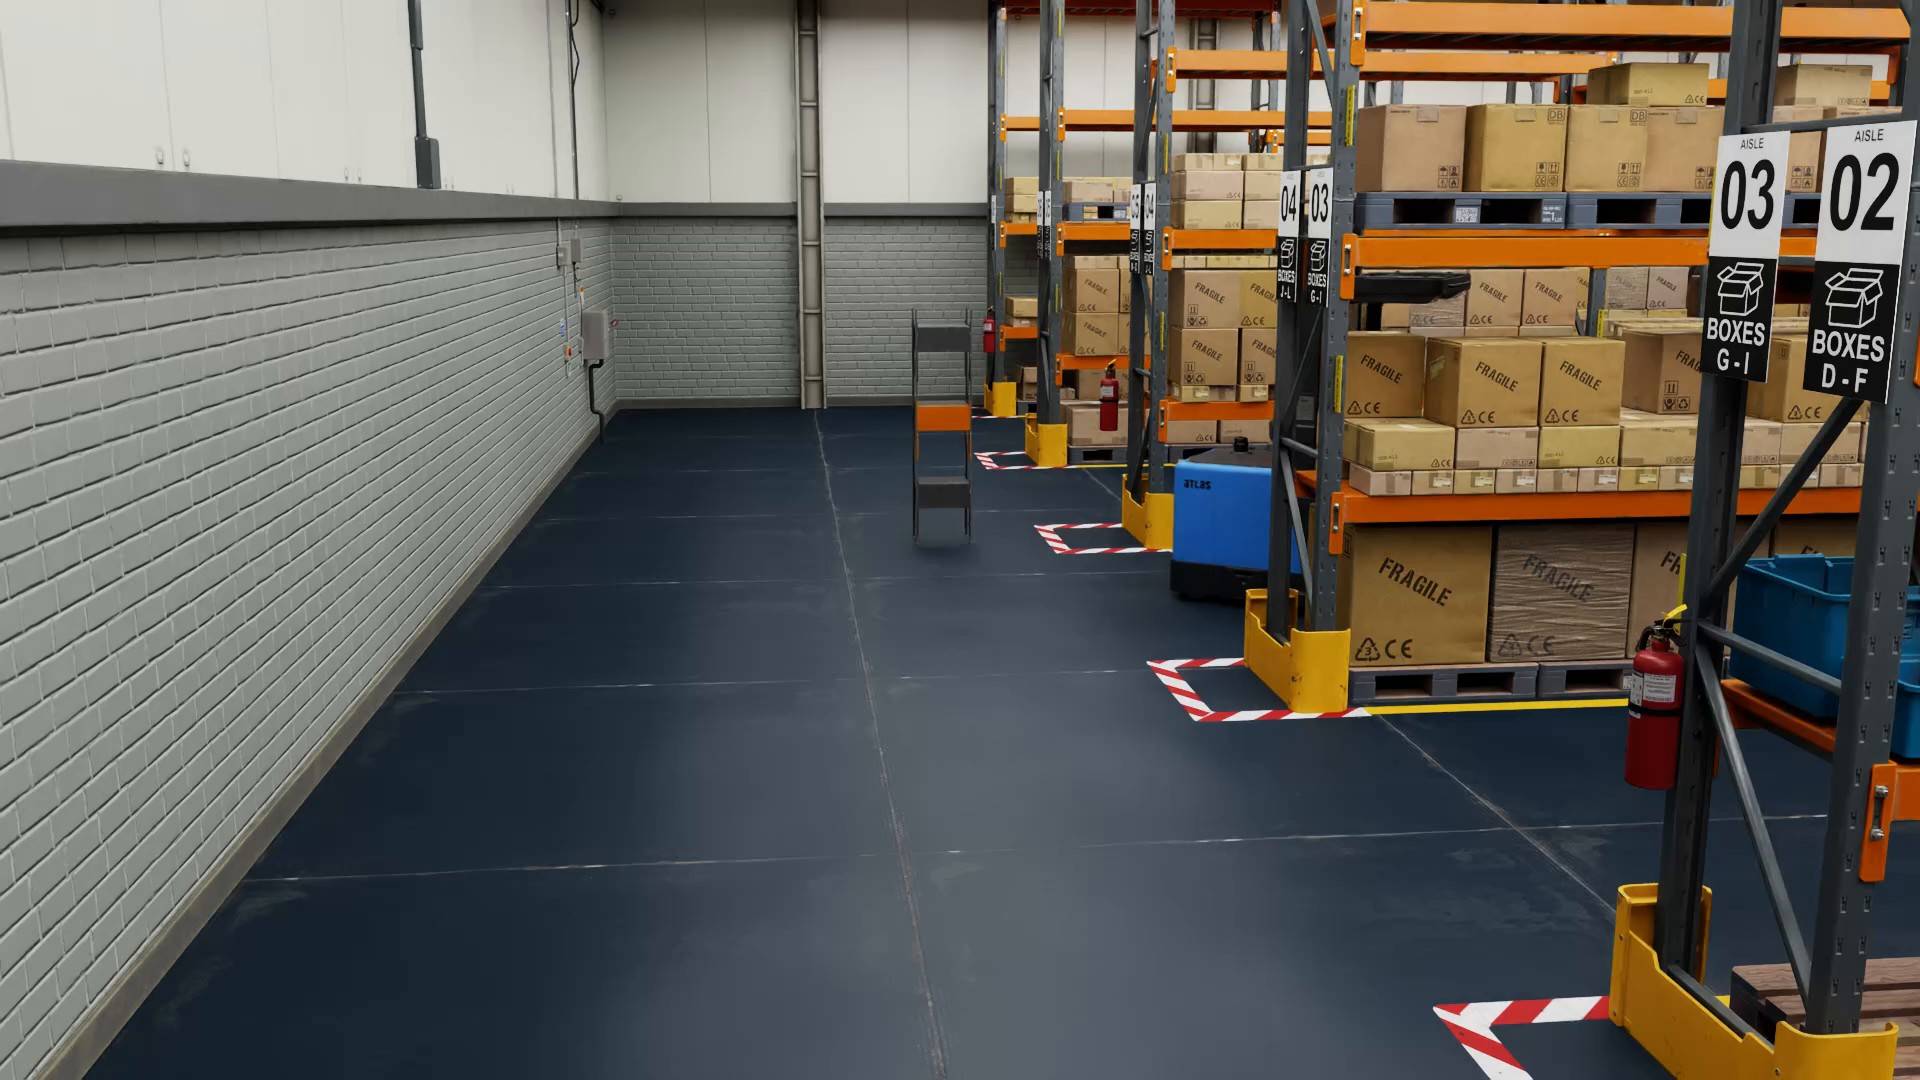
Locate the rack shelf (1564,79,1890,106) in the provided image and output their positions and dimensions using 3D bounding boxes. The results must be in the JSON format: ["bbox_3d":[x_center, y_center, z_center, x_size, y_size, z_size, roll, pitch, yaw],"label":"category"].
[{"bbox_3d":[7.663,-4.020,15.269,4.000,0.370,1.077,-1,11,-6],"label":"rack shelf"}]

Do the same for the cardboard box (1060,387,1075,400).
[{"bbox_3d":[1.568,-2.202,24.978,0.250,0.149,0.380,-2,11,-8],"label":"cardboard box"}]

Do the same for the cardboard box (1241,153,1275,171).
[{"bbox_3d":[2.578,-3.296,14.522,0.250,0.149,0.380,-1,11,-6],"label":"cardboard box"}]

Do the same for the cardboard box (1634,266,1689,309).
[{"bbox_3d":[8.531,-3.093,20.354,0.500,0.500,0.500,-2,11,-8],"label":"cardboard box"}]

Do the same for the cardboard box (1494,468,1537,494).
[{"bbox_3d":[3.291,-0.384,10.080,0.250,0.149,0.380,-1,11,-7],"label":"cardboard box"}]

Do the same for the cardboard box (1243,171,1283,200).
[{"bbox_3d":[2.682,-3.114,14.631,0.500,0.250,0.500,-1,11,-7],"label":"cardboard box"}]

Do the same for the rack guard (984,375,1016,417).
[{"bbox_3d":[0.599,-2.174,25.013,0.348,0.500,1.175,-1,11,-6],"label":"rack guard"}]

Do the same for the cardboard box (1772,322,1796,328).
[{"bbox_3d":[7.402,-1.905,15.186,0.250,0.149,0.380,-1,11,-4],"label":"cardboard box"}]

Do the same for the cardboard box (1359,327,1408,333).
[{"bbox_3d":[3.698,-1.687,15.025,0.500,0.500,0.500,-1,11,-8],"label":"cardboard box"}]

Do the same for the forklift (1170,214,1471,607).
[{"bbox_3d":[3.180,-0.931,12.388,3.031,2.935,1.130,6,12,27],"label":"forklift"}]

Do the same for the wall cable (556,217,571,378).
[{"bbox_3d":[-4.540,-2.839,19.201,0.123,1.953,0.585,-1,11,-6],"label":"wall cable"}]

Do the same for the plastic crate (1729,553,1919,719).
[{"bbox_3d":[2.981,0.313,5.632,0.499,0.435,0.616,-1,11,-6],"label":"plastic crate"}]

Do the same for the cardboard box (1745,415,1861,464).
[{"bbox_3d":[5.185,-0.632,10.305,0.500,0.250,0.500,-1,11,-4],"label":"cardboard box"}]

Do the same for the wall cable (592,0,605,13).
[{"bbox_3d":[-5.226,-9.200,24.299,0.133,3.039,2.988,-1,11,-6],"label":"wall cable"}]

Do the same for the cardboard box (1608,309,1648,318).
[{"bbox_3d":[8.053,-2.715,20.379,0.500,0.250,0.500,-1,11,-8],"label":"cardboard box"}]

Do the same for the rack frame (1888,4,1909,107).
[{"bbox_3d":[6.110,-3.574,10.100,0.127,3.000,1.000,-1,11,-6],"label":"rack frame"}]

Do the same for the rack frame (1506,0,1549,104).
[{"bbox_3d":[8.477,-6.509,25.033,0.127,3.000,1.000,-1,11,-6],"label":"rack frame"}]

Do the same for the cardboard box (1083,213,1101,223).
[{"bbox_3d":[1.899,-4.715,24.331,0.250,0.149,0.380,-1,11,-6],"label":"cardboard box"}]

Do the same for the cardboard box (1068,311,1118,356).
[{"bbox_3d":[1.572,-2.451,19.684,0.500,0.500,0.500,-1,11,-7],"label":"cardboard box"}]

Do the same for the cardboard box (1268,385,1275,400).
[{"bbox_3d":[2.821,-1.361,15.048,0.250,0.149,0.380,-1,11,-3],"label":"cardboard box"}]

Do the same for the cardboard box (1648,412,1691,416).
[{"bbox_3d":[4.605,-0.722,10.762,0.500,0.250,0.500,-1,11,-5],"label":"cardboard box"}]

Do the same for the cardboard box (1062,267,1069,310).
[{"bbox_3d":[1.517,-3.043,20.100,0.500,0.500,0.500,-1,11,-4],"label":"cardboard box"}]

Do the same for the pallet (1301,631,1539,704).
[{"bbox_3d":[2.920,0.790,10.685,1.213,0.211,1.003,-1,11,-6],"label":"pallet"}]

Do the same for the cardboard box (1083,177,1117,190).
[{"bbox_3d":[1.997,-5.170,24.316,0.500,0.250,0.500,-1,11,-7],"label":"cardboard box"}]

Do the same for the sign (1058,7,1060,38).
[{"bbox_3d":[1.117,-5.820,18.696,0.005,0.325,0.100,-1,11,-6],"label":"sign"}]

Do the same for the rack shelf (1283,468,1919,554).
[{"bbox_3d":[4.122,-0.235,10.537,4.000,0.370,1.077,-1,11,-6],"label":"rack shelf"}]

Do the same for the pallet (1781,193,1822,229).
[{"bbox_3d":[5.296,-2.043,10.322,1.213,0.211,1.003,-1,11,-6],"label":"pallet"}]

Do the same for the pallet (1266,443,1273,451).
[{"bbox_3d":[4.276,-1.161,20.611,1.213,0.211,1.003,-1,11,-6],"label":"pallet"}]

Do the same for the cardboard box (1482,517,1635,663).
[{"bbox_3d":[3.666,0.242,10.662,0.875,0.875,0.875,-1,11,-6],"label":"cardboard box"}]

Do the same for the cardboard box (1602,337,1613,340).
[{"bbox_3d":[6.049,-1.858,15.718,0.250,0.149,0.380,-1,11,-4],"label":"cardboard box"}]

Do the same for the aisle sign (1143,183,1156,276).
[{"bbox_3d":[1.658,-2.717,14.553,0.004,0.787,0.394,-1,11,-6],"label":"aisle sign"}]

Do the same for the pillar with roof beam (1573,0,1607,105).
[{"bbox_3d":[10.140,-5.884,21.851,0.548,9.000,9.100,-1,11,-6],"label":"pillar with roof beam"}]

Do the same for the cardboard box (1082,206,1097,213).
[{"bbox_3d":[2.007,-4.923,24.357,0.500,0.250,0.500,-2,11,-8],"label":"cardboard box"}]

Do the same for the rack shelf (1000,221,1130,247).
[{"bbox_3d":[2.512,-4.560,24.756,4.000,0.370,1.077,-1,11,-6],"label":"rack shelf"}]

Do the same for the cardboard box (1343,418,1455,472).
[{"bbox_3d":[2.640,-0.577,10.029,0.500,0.250,0.500,-2,11,-8],"label":"cardboard box"}]

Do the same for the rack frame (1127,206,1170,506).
[{"bbox_3d":[1.698,-1.500,15.104,0.127,3.000,1.000,-1,11,-6],"label":"rack frame"}]

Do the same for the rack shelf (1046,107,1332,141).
[{"bbox_3d":[3.052,-4.883,19.664,4.000,0.370,1.077,-1,11,-6],"label":"rack shelf"}]

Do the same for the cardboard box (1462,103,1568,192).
[{"bbox_3d":[3.217,-2.333,9.956,0.500,0.500,0.700,-2,11,-8],"label":"cardboard box"}]

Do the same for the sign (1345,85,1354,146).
[{"bbox_3d":[2.188,-2.380,9.332,0.005,0.325,0.100,-1,11,-6],"label":"sign"}]

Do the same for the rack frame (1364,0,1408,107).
[{"bbox_3d":[5.040,-5.474,19.768,0.127,3.000,1.000,-1,11,-6],"label":"rack frame"}]

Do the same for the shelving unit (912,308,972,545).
[{"bbox_3d":[-0.165,-1.027,15.030,0.503,2.100,0.431,-1,11,-6],"label":"shelving unit"}]

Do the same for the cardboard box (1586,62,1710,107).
[{"bbox_3d":[4.143,-2.731,10.038,0.500,0.250,0.500,-2,11,-8],"label":"cardboard box"}]

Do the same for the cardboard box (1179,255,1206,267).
[{"bbox_3d":[2.738,-3.284,19.644,0.250,0.149,0.380,-1,11,-6],"label":"cardboard box"}]

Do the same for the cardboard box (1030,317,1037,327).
[{"bbox_3d":[1.128,-3.244,24.627,0.250,0.149,0.380,-1,11,-5],"label":"cardboard box"}]

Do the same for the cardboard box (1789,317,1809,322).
[{"bbox_3d":[8.128,-2.047,15.908,0.250,0.149,0.380,-1,11,-3],"label":"cardboard box"}]

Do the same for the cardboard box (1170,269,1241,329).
[{"bbox_3d":[2.173,-2.144,14.758,0.500,0.500,0.500,-1,11,-6],"label":"cardboard box"}]

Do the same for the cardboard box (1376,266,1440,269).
[{"bbox_3d":[4.182,-2.288,15.490,0.500,0.500,0.500,-1,11,-5],"label":"cardboard box"}]

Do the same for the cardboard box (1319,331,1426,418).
[{"bbox_3d":[2.590,-1.048,10.477,0.500,0.500,0.500,-1,11,-5],"label":"cardboard box"}]

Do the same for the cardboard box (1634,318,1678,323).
[{"bbox_3d":[6.577,-2.015,15.742,0.250,0.149,0.380,-2,11,-8],"label":"cardboard box"}]

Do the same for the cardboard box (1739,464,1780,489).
[{"bbox_3d":[4.819,-0.416,10.242,0.250,0.149,0.380,-1,11,-5],"label":"cardboard box"}]

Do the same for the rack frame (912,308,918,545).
[{"bbox_3d":[-0.407,-1.022,15.004,0.015,2.100,0.400,-1,11,-6],"label":"rack frame"}]

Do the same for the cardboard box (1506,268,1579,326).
[{"bbox_3d":[5.237,-2.207,15.080,0.500,0.500,0.500,-2,11,-8],"label":"cardboard box"}]

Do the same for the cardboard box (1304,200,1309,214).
[{"bbox_3d":[3.207,-2.882,14.746,0.500,0.250,0.500,-2,11,-8],"label":"cardboard box"}]
